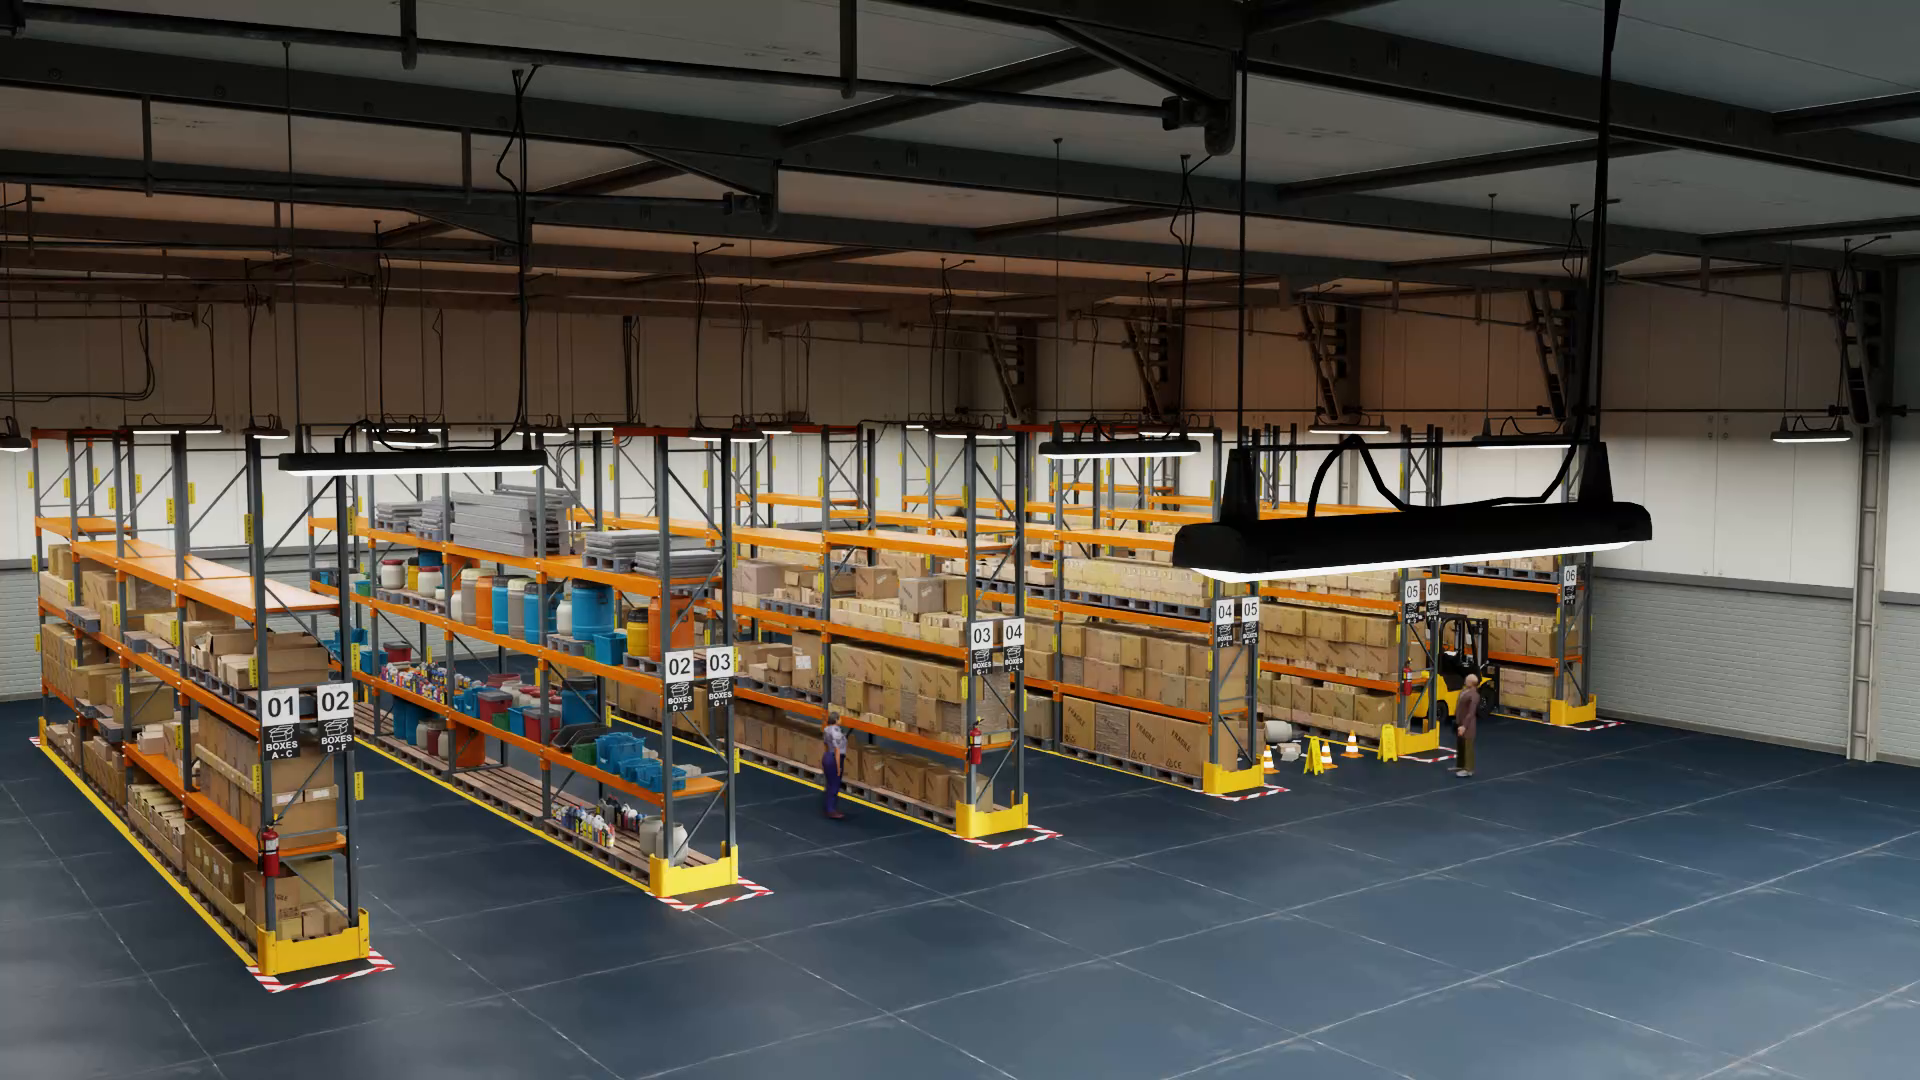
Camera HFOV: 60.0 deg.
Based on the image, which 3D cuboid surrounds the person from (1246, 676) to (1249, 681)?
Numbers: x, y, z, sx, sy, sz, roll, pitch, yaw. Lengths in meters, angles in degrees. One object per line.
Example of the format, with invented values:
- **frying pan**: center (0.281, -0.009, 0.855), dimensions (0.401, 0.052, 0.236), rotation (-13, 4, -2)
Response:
- **person**: center (6.566, 2.400, 38.688), dimensions (0.542, 1.821, 0.556), rotation (4, 6, 39)

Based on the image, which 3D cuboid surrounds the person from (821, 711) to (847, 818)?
- **person**: center (-1.955, 3.480, 25.870), dimensions (0.359, 1.657, 0.577), rotation (-2, 5, -22)

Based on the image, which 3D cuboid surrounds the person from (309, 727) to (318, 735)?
- **person**: center (-11.770, 3.095, 30.670), dimensions (0.563, 1.659, 0.450), rotation (3, 5, 34)

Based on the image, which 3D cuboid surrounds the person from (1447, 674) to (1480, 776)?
- **person**: center (8.685, 3.191, 28.769), dimensions (0.436, 1.782, 0.673), rotation (-1, 5, -11)
